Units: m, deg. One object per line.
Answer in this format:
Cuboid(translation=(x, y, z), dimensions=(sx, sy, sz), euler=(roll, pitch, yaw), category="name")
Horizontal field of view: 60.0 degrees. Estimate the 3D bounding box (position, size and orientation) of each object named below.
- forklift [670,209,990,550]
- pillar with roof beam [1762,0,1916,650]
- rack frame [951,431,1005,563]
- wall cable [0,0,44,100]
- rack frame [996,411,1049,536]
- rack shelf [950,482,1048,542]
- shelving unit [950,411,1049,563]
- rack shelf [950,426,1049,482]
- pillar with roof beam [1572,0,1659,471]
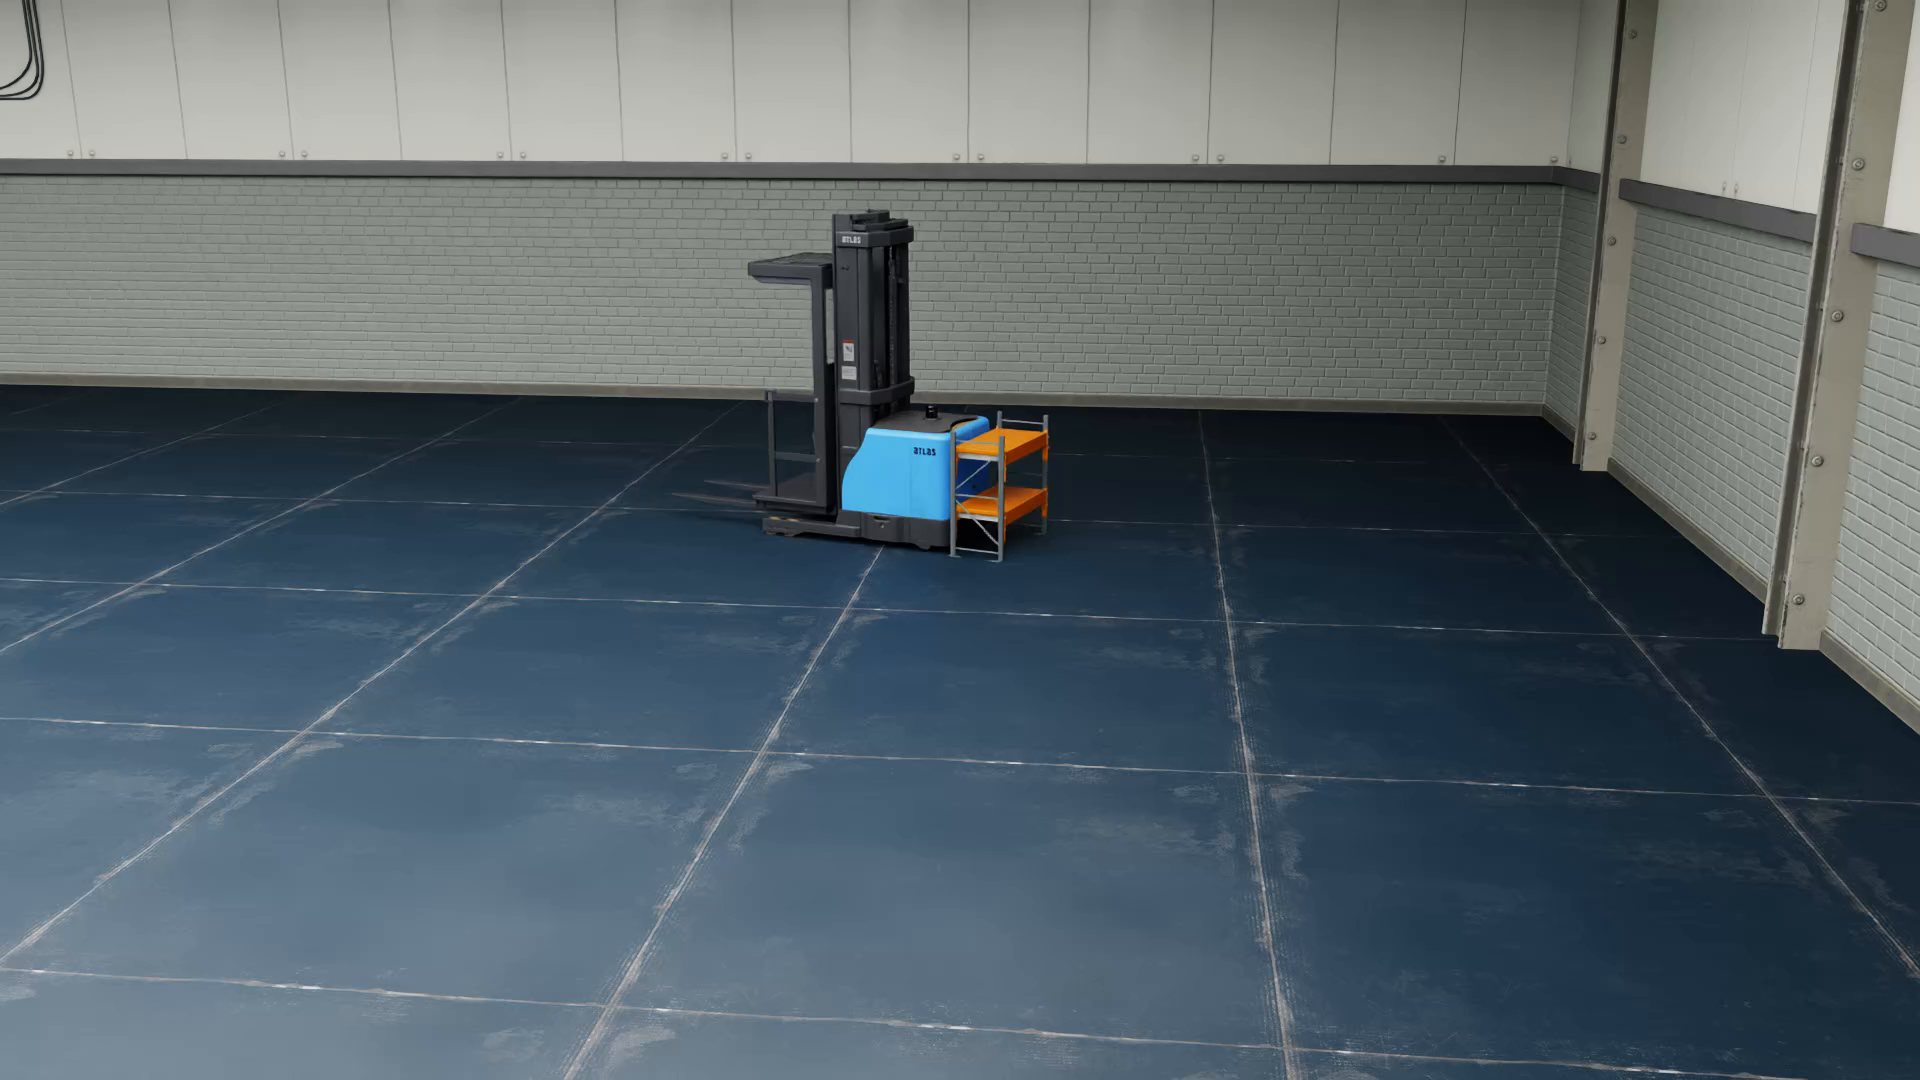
Cuboid(translation=(-1.279, -1.562, 15.410), dimensions=(3.031, 2.935, 1.130), euler=(7, 16, 23), category="forklift")
Cuboid(translation=(1.957, -3.716, 11.751), dimensions=(9.100, 9.000, 0.400), euler=(2, 15, 6), category="pillar with roof beam")
Cuboid(translation=(0.151, -0.374, 14.477), dimensions=(0.500, 1.125, 0.032), euler=(7, 17, 24), category="rack frame")
Cuboid(translation=(-13.310, -8.156, 21.657), dimensions=(2.305, 6.003, 0.169), euler=(2, 15, 6), category="wall cable")
Cuboid(translation=(0.575, -0.615, 15.369), dimensions=(0.500, 1.125, 0.032), euler=(7, 17, 24), category="rack frame")
Cuboid(translation=(0.363, -0.258, 14.986), dimensions=(0.538, 0.278, 1.000), euler=(7, 17, 24), category="rack shelf")
Cuboid(translation=(0.363, -0.494, 14.923), dimensions=(0.538, 1.125, 1.048), euler=(7, 17, 24), category="shelving unit")
Cuboid(translation=(0.363, -0.777, 14.846), dimensions=(0.538, 0.278, 1.000), euler=(7, 17, 24), category="rack shelf")
Cuboid(translation=(2.634, -5.272, 17.506), dimensions=(9.100, 9.000, 0.400), euler=(2, 15, 6), category="pillar with roof beam")
